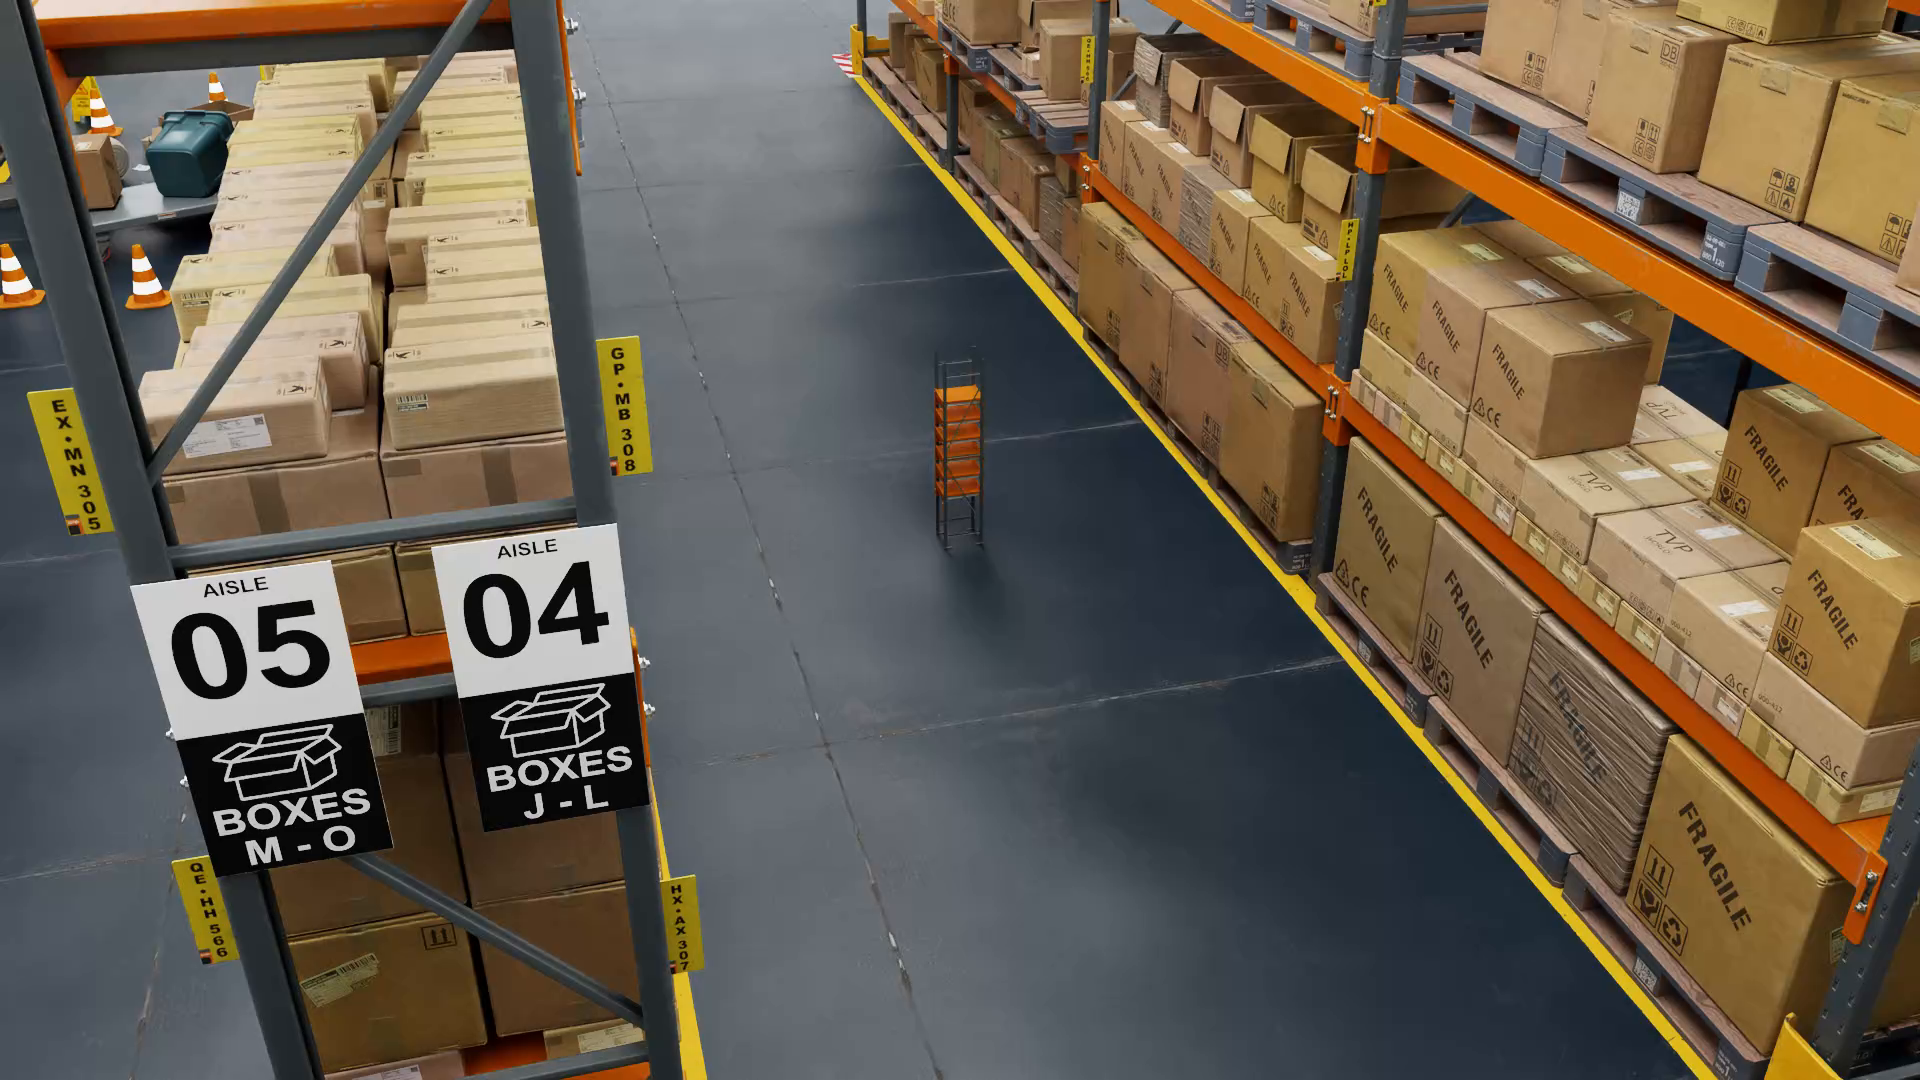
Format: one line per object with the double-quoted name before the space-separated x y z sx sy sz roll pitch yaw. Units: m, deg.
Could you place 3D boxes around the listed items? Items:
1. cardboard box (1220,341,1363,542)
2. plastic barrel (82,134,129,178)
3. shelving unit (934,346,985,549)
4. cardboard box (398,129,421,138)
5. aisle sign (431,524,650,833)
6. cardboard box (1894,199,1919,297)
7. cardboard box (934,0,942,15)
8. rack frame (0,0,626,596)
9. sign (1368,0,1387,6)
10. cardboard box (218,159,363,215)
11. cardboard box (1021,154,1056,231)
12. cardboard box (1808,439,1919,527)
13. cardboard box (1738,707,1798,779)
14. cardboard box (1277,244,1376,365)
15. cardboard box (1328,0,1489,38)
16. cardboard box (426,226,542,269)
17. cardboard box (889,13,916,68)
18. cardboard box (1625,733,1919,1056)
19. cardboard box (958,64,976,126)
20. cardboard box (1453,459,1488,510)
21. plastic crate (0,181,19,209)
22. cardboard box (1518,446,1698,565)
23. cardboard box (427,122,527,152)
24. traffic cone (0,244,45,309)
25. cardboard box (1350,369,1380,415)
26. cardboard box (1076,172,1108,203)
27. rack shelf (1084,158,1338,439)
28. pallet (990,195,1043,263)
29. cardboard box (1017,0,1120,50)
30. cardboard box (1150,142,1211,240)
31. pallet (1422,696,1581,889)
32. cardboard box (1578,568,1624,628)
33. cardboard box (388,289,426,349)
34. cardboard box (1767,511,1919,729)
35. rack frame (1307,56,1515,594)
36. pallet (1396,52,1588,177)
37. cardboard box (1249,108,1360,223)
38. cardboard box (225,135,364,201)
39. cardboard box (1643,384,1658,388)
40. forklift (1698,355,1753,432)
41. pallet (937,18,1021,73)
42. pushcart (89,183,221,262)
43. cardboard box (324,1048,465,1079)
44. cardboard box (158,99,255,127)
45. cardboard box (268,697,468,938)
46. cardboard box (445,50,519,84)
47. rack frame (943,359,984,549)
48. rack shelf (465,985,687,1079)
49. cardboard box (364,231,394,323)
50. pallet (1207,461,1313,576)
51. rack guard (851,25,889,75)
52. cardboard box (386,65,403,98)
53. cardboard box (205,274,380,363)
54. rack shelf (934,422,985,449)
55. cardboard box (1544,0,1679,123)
"cardboard box" 2.302 -0.650 9.812 1.225 0.875 0.875 -8 31 -13
"plastic barrel" -8.241 -3.648 15.862 0.512 0.421 0.421 13 32 21
"shelving unit" -0.004 -0.526 9.693 0.258 1.200 0.189 -8 31 -13
"cardboard box" -1.823 -1.479 6.198 0.500 0.250 0.500 -9 31 -15
"aisle sign" -0.948 0.331 3.819 0.394 0.787 0.004 -8 31 -13
"cardboard box" 3.363 -0.960 5.032 0.700 0.500 0.500 -10 31 -16
"cardboard box" -0.038 -5.152 16.139 0.380 0.149 0.250 -8 31 -13
"rack frame" -1.256 -1.135 2.960 1.000 3.000 0.127 -8 31 -13
"sign" 1.971 -2.663 7.763 0.100 0.325 0.005 -8 31 -13
"cardboard box" -2.015 -1.029 5.023 0.380 0.149 0.250 -9 31 -15
"cardboard box" 0.916 -2.982 14.195 0.700 0.500 0.500 -5 30 -9
"cardboard box" 3.553 -0.047 6.173 0.500 0.500 0.500 -9 31 -14
"cardboard box" 3.070 0.706 6.019 0.380 0.149 0.250 -8 31 -13
"cardboard box" 2.104 -1.314 9.158 0.500 0.500 0.500 -8 31 -13
"cardboard box" 2.328 -2.884 8.455 0.700 0.500 0.500 -7 31 -12
"cardboard box" -1.238 -0.732 4.509 0.380 0.149 0.250 -7 31 -13
"cardboard box" -0.544 -5.673 18.865 0.500 0.500 0.500 -2 30 -4
"cardboard box" 3.306 1.290 6.460 0.875 0.875 0.875 -8 31 -13
"cardboard box" 0.141 -4.519 16.871 0.500 0.500 0.500 2 30 3
"cardboard box" 2.529 -0.281 7.724 0.380 0.149 0.250 -8 31 -14
"plastic crate" -8.813 -3.231 15.484 0.402 0.080 0.583 -20 35 -30
"cardboard box" 2.757 -0.154 7.106 0.500 0.250 0.500 -8 31 -13
"cardboard box" -1.516 -1.237 5.383 0.380 0.149 0.250 -8 31 -14
"traffic cone" -7.508 -2.117 13.177 0.336 0.463 0.334 -8 31 -13
"cardboard box" 2.249 -0.786 8.595 0.380 0.149 0.250 -8 31 -13
"cardboard box" 1.223 -2.766 13.073 0.500 0.250 0.500 -7 31 -11
"rack shelf" 1.960 -1.736 10.704 1.077 0.370 4.000 -8 31 -13
"pallet" 0.903 -2.772 14.560 1.003 0.211 1.213 -8 31 -13
"cardboard box" 0.917 -4.347 13.974 0.797 0.503 0.637 -5 30 -8
"cardboard box" 1.575 -2.290 10.843 0.500 0.500 0.500 -8 31 -14
"pallet" 2.945 1.093 7.881 1.003 0.211 1.213 -8 31 -13
"cardboard box" 2.799 0.213 6.870 0.380 0.149 0.250 -8 31 -13
"cardboard box" -1.262 -0.487 4.485 0.500 0.250 0.500 -8 31 -14
"cardboard box" 3.170 0.262 5.639 0.500 0.500 0.500 -7 31 -13
"rack frame" 2.491 -1.082 8.855 1.000 3.000 0.127 -8 31 -13
"pallet" 2.698 -1.945 7.441 1.003 0.211 1.213 -8 31 -13
"cardboard box" 2.143 -2.199 9.685 0.797 0.503 0.637 -8 31 -13
"cardboard box" -2.089 -1.155 5.240 0.380 0.149 0.250 -9 31 -15
"cardboard box" 3.001 -0.717 8.079 0.500 0.250 0.500 -7 31 -12
"forklift" 4.955 -1.163 9.065 1.130 2.935 3.031 -7 31 -12
"pallet" 0.430 -4.474 14.908 1.003 0.211 1.213 -8 31 -13
"pushcart" -7.002 -2.820 14.477 1.648 0.377 0.936 -20 35 -30
"cardboard box" -1.615 1.450 4.733 0.380 0.149 0.250 -8 31 -13
"cardboard box" -7.341 -3.967 16.333 0.637 0.503 0.797 19 35 29
"cardboard box" -1.617 0.668 4.437 0.500 0.500 0.500 -8 31 -14
"cardboard box" -1.786 -1.740 6.251 0.380 0.149 0.250 -8 31 -13
"rack frame" 0.020 -0.482 9.616 0.240 1.200 0.006 -8 31 -13
"rack shelf" -1.787 0.806 6.312 1.077 0.370 4.000 -8 31 -13
"cardboard box" -1.894 -0.672 4.804 0.500 0.250 0.500 -7 31 -13
"pallet" 2.214 -0.237 10.180 1.003 0.211 1.213 -8 31 -13
"rack guard" -0.674 -5.759 19.431 1.175 0.500 0.348 -8 31 -13
"cardboard box" -2.421 -1.656 6.504 0.500 0.250 0.500 -7 31 -12
"cardboard box" -1.668 -0.539 4.176 0.380 0.149 0.250 -9 31 -15
"rack shelf" -0.004 -0.592 9.655 0.258 0.103 0.180 -8 31 -13
"cardboard box" 2.895 -2.018 6.860 0.700 0.500 0.500 -6 31 -11
